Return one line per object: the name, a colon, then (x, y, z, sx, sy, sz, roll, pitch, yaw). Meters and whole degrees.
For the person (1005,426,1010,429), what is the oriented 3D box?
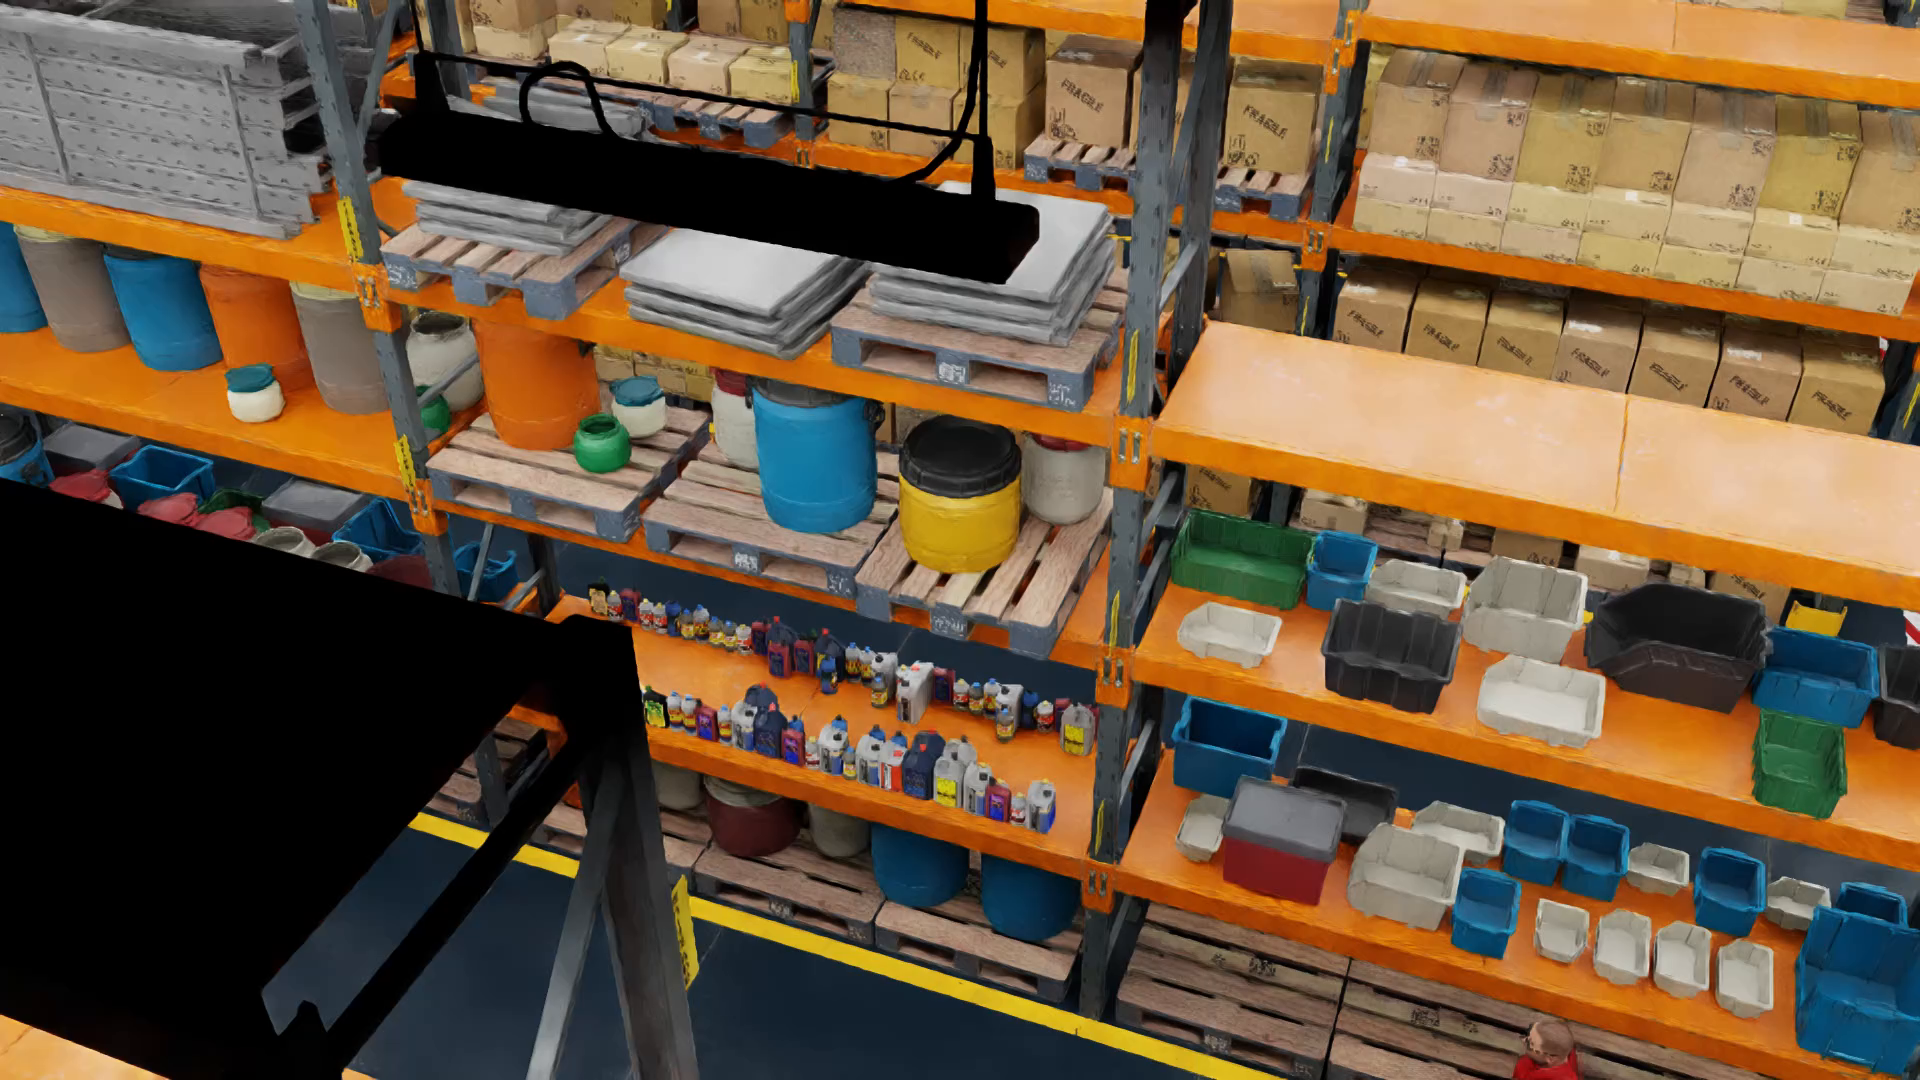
person: (0.295, -0.337, 12.422, 0.477, 1.675, 0.493, -26, 44, -31)

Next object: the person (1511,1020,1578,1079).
person: (2.766, 2.881, 8.077, 1.116, 1.640, 0.545, 11, 38, 15)
